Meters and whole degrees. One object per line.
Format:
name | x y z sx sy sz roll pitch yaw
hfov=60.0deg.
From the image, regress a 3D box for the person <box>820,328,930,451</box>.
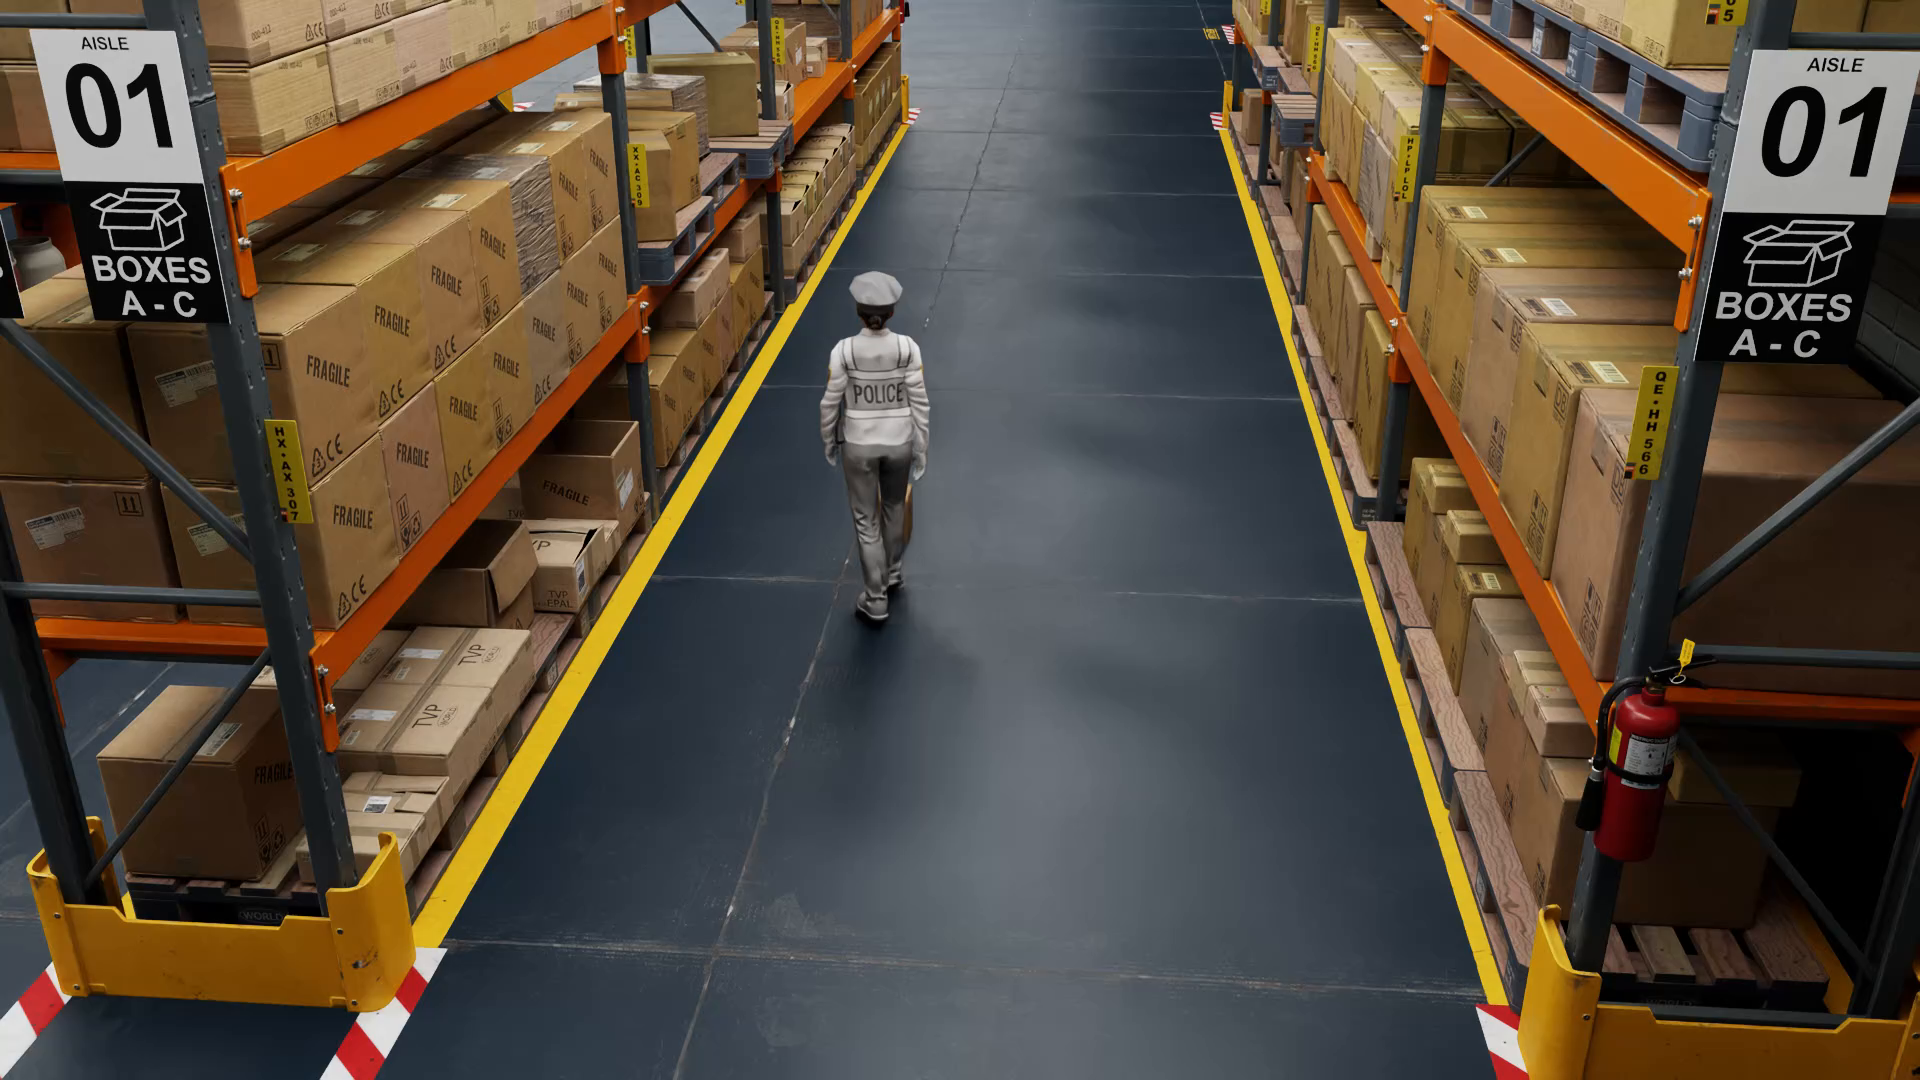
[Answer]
person | -0.413 -0.722 7.907 0.505 0.612 0.338 -7 26 -15
